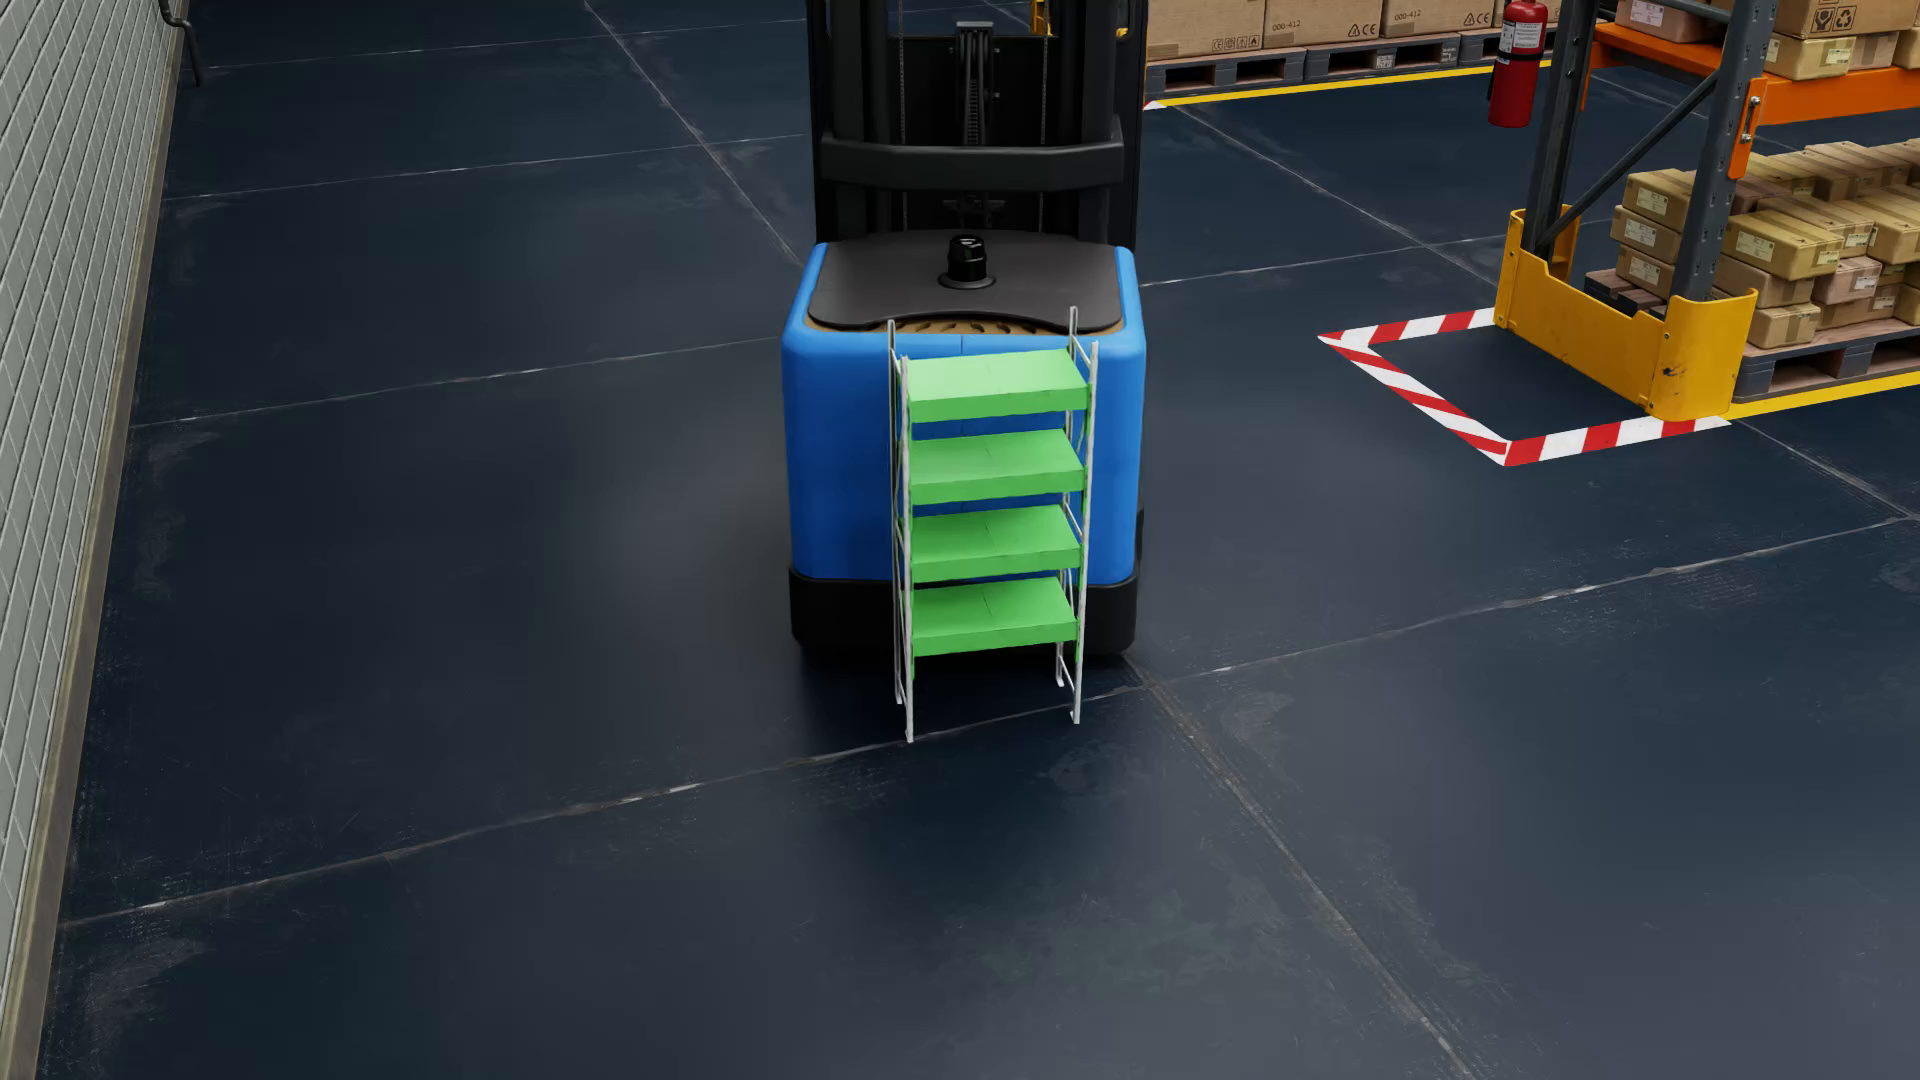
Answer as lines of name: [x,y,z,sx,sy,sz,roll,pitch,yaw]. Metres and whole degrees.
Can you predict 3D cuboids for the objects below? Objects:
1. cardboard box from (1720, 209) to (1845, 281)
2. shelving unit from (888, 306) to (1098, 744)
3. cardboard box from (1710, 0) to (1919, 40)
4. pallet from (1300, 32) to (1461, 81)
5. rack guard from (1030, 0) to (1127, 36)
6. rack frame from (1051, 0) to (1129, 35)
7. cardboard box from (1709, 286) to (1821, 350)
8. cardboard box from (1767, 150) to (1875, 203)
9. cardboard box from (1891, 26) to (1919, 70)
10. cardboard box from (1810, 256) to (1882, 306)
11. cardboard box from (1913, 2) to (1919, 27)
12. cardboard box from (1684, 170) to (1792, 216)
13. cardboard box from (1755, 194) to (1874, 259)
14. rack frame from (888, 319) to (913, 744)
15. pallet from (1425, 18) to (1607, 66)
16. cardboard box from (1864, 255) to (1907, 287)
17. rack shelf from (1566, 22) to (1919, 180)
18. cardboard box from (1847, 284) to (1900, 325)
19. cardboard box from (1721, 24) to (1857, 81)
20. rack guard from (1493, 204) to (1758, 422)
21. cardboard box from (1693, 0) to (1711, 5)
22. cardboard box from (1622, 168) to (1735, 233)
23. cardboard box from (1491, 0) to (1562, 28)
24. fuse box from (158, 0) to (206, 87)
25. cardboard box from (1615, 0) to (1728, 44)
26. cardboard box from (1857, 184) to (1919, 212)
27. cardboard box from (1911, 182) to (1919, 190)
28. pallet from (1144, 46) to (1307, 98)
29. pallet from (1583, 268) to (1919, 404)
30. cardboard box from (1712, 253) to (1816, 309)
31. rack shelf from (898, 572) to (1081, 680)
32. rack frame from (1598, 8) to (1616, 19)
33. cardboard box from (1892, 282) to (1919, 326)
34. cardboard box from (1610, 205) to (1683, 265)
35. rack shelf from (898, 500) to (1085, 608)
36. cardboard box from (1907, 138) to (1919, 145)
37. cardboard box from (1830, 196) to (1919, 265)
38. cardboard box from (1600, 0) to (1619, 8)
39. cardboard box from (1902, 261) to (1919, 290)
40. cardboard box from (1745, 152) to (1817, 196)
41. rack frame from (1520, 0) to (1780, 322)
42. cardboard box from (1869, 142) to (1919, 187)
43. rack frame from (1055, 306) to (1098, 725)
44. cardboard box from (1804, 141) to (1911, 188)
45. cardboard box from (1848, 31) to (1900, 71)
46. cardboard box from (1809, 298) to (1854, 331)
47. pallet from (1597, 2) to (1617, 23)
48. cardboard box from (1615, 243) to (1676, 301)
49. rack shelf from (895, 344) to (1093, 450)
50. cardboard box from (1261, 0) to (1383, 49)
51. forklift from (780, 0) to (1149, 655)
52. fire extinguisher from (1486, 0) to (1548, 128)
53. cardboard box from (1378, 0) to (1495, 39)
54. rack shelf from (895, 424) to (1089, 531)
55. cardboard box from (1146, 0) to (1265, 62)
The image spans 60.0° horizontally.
cardboard box: [3.278,-1.181,6.647,0.250,0.149,0.380,-12,32,-20]
shelving unit: [0.079,-0.019,4.566,0.503,1.200,0.258,-5,31,-9]
cardboard box: [3.186,-2.168,6.124,0.500,0.500,0.500,-9,31,-15]
pallet: [2.711,-3.496,11.674,1.213,0.211,1.003,-10,31,-18]
rack guard: [0.825,-3.235,10.923,0.348,0.500,1.175,-10,31,-18]
rack frame: [0.848,-4.325,10.311,0.127,3.000,1.000,-10,31,-18]
cardboard box: [3.271,-0.932,6.811,0.250,0.149,0.380,-10,31,-17]
cardboard box: [3.795,-1.593,7.370,0.250,0.149,0.380,-12,32,-20]
cardboard box: [3.581,-1.925,6.353,0.250,0.149,0.380,-11,32,-19]
cardboard box: [3.525,-1.111,6.826,0.250,0.149,0.380,-11,31,-18]
cardboard box: [3.678,-2.272,6.306,0.500,0.500,0.500,-10,31,-18]
cardboard box: [3.332,-1.474,7.162,0.250,0.149,0.380,-10,31,-17]
cardboard box: [3.495,-1.284,6.829,0.250,0.149,0.380,-10,31,-17]
rack frame: [-0.161,0.003,4.527,0.015,1.200,0.240,-5,31,-9]
pallet: [3.857,-3.709,12.047,1.213,0.211,1.003,-10,31,-18]
cardboard box: [3.724,-1.195,6.972,0.250,0.149,0.380,-10,31,-17]
rack shelf: [4.543,-2.079,7.095,4.000,0.370,1.077,-10,31,-18]
cardboard box: [3.718,-1.061,7.038,0.250,0.149,0.380,-10,31,-17]
cardboard box: [3.086,-1.841,6.204,0.250,0.149,0.380,-11,31,-18]
rack guard: [2.740,-0.973,6.953,0.348,0.500,1.175,-10,31,-18]
cardboard box: [3.000,-2.416,6.558,0.500,0.500,0.500,-10,31,-17]
cardboard box: [3.076,-1.457,7.132,0.250,0.149,0.380,-10,31,-17]
cardboard box: [3.971,-4.026,11.951,0.875,0.438,0.875,-11,31,-18]
fuse box: [-5.025,-3.781,10.658,0.414,1.711,0.539,-10,31,-18]
cardboard box: [2.876,-2.124,6.702,0.250,0.149,0.380,-10,31,-18]
cardboard box: [3.979,-1.350,6.944,0.250,0.149,0.380,-12,32,-20]
cardboard box: [4.242,-1.393,7.020,0.250,0.149,0.380,-9,31,-16]
pallet: [1.570,-3.288,11.308,1.213,0.211,1.003,-10,31,-18]
pallet: [3.514,-0.971,7.242,1.213,0.211,1.003,-10,31,-18]
cardboard box: [3.249,-1.090,6.789,0.250,0.149,0.380,-9,31,-16]
rack shelf: [0.078,0.242,4.722,0.480,0.148,0.258,-5,31,-9]
rack frame: [4.597,-5.016,11.523,0.127,3.000,1.000,-10,31,-18]
cardboard box: [3.996,-1.054,7.026,0.250,0.149,0.380,-10,31,-17]
cardboard box: [3.064,-1.342,7.231,0.250,0.149,0.380,-11,32,-19]
rack shelf: [0.079,0.035,4.599,0.480,0.148,0.258,-5,31,-9]
cardboard box: [4.549,-1.717,7.589,0.250,0.149,0.380,-10,31,-17]
cardboard box: [3.775,-1.268,6.801,0.250,0.149,0.380,-11,31,-18]
cardboard box: [5.150,-4.419,12.198,0.875,0.875,0.875,-9,31,-16]
cardboard box: [4.002,-1.189,6.961,0.250,0.149,0.380,-9,31,-16]
cardboard box: [3.530,-1.578,7.343,0.250,0.149,0.380,-11,32,-19]
rack frame: [2.669,-2.046,6.311,0.127,3.000,1.000,-10,31,-18]
cardboard box: [4.313,-1.659,7.487,0.250,0.149,0.380,-11,32,-19]
rack frame: [0.319,-0.042,4.606,0.015,1.200,0.240,-5,31,-9]
cardboard box: [4.027,-1.665,7.497,0.250,0.149,0.380,-9,31,-16]
cardboard box: [3.311,-1.904,6.315,0.250,0.149,0.380,-9,31,-16]
cardboard box: [3.488,-1.015,6.957,0.250,0.149,0.380,-11,31,-18]
pallet: [5.294,-3.972,12.509,1.213,0.211,1.003,-10,31,-18]
cardboard box: [3.089,-1.177,7.242,0.250,0.149,0.380,-10,31,-17]
rack shelf: [0.080,-0.377,4.353,0.480,0.148,0.258,-5,31,-9]
cardboard box: [2.286,-3.716,11.407,0.875,0.438,0.875,-10,31,-16]
forklift: [0.065,-1.622,5.636,1.130,2.935,3.031,1,30,2]
fire extinguisher: [2.272,-2.021,6.722,0.183,0.674,0.296,-10,31,-18]
cardboard box: [3.132,-3.871,11.679,0.875,0.438,0.875,-11,32,-19]
rack shelf: [0.079,-0.171,4.476,0.480,0.148,0.258,-5,31,-9]
cardboard box: [1.431,-3.555,11.123,0.875,0.438,0.875,-12,32,-19]
